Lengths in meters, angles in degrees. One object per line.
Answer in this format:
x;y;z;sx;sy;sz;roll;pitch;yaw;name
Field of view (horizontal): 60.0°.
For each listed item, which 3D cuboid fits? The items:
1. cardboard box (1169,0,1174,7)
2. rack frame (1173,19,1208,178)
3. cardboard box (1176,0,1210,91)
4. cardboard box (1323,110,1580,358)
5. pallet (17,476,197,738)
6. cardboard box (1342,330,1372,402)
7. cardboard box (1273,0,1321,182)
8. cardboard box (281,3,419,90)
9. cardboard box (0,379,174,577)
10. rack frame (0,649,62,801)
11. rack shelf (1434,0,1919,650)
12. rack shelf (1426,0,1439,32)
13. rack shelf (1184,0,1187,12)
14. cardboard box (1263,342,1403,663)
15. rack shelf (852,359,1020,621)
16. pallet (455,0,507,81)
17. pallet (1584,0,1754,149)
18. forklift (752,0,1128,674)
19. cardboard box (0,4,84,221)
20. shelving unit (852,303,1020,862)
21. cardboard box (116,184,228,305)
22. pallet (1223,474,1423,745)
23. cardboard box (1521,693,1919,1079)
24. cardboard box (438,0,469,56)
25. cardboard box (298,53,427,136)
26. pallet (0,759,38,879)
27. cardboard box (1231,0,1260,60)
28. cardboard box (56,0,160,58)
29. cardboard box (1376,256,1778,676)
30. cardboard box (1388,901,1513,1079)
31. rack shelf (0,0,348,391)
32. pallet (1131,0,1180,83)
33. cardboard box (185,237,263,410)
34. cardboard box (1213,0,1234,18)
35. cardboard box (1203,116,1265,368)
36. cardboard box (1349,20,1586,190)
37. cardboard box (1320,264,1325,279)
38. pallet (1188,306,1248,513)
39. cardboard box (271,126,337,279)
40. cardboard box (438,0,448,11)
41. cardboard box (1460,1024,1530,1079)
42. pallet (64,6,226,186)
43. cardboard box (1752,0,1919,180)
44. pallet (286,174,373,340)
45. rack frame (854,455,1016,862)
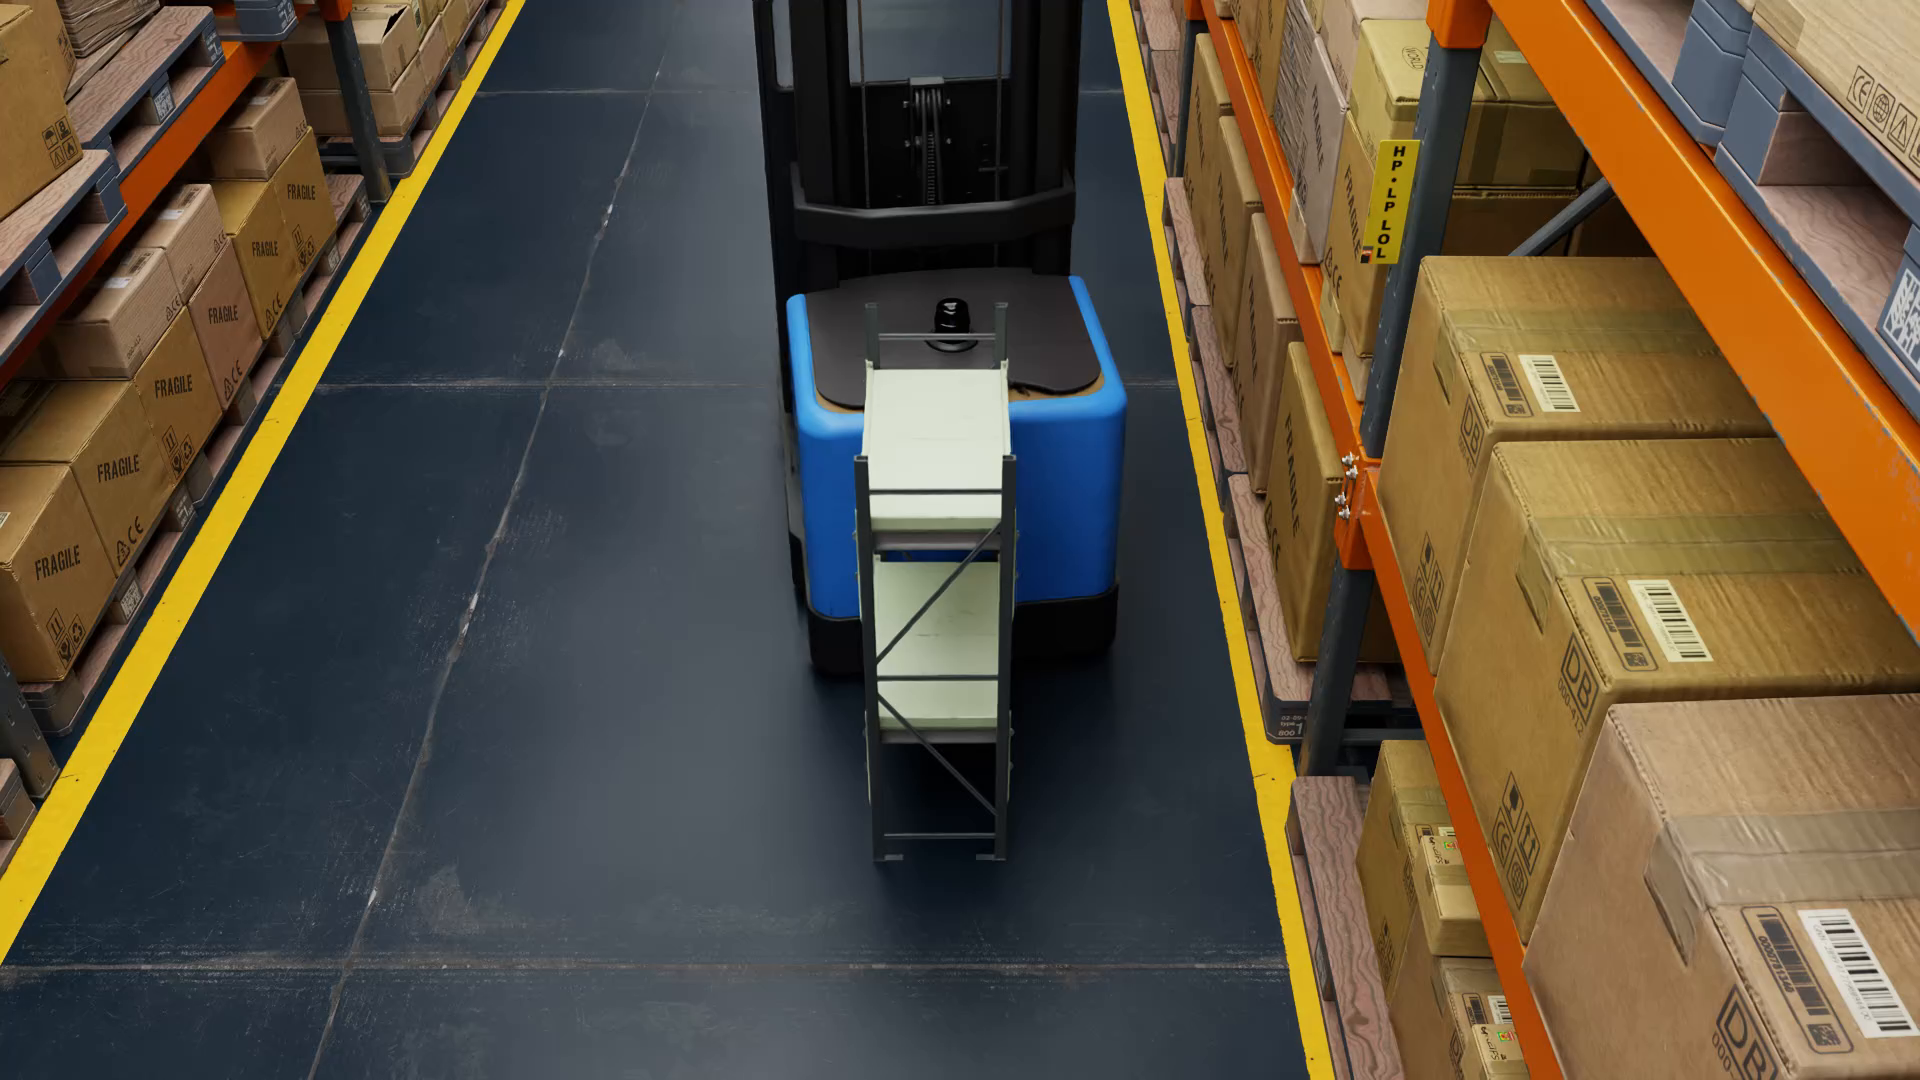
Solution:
1.597;-3.492;9.855;0.700;0.500;0.500;0;39;0;cardboard box
1.574;-2.896;7.466;1.000;3.000;0.127;0;39;0;rack frame
1.521;-2.543;8.672;0.700;0.500;0.500;0;39;1;cardboard box
1.326;-0.846;4.574;0.500;0.500;0.500;-1;39;-1;cardboard box
-3.414;0.190;5.844;1.003;0.211;1.213;0;39;0;pallet
1.295;-0.516;4.680;0.380;0.149;0.250;0;39;0;cardboard box
1.323;-1.480;5.364;0.500;0.500;0.500;0;39;0;cardboard box
-3.087;-2.528;8.420;0.500;0.311;0.500;1;39;1;cardboard box
-3.144;-0.222;5.775;0.500;0.500;0.500;0;39;1;cardboard box
-3.375;-0.389;4.337;1.000;3.000;0.127;0;39;0;rack frame
1.580;-0.034;2.071;1.077;0.370;4.000;0;39;0;rack shelf
1.576;-2.536;5.192;1.077;0.370;4.000;0;39;0;rack shelf
1.571;-3.866;9.251;1.077;0.370;4.000;0;39;0;rack shelf
1.447;-0.126;5.392;0.750;0.750;0.750;0;39;0;cardboard box
-0.064;-0.151;4.615;0.431;0.370;0.720;0;39;0;rack shelf
-3.341;-3.078;9.922;1.003;0.211;1.213;0;39;0;pallet
1.569;-1.019;2.796;1.003;0.211;1.213;0;39;0;pallet
-0.172;-1.612;5.918;1.130;2.935;3.031;-5;39;-6;forklift
-3.217;-1.318;5.081;0.700;0.500;0.500;6;39;7;cardboard box
-0.064;0.153;4.859;0.431;1.500;0.755;0;39;0;shelving unit
-3.135;-1.120;6.296;0.500;0.250;0.500;-1;39;-1;cardboard box
1.502;0.211;5.818;1.003;0.211;1.213;0;39;0;pallet
1.569;0.739;2.690;0.980;0.700;0.700;-2;39;-2;cardboard box
-3.095;-2.949;9.394;0.500;0.250;0.500;-1;39;-1;cardboard box
-3.087;-2.309;8.596;0.500;0.250;0.500;0;39;0;cardboard box
-3.376;1.129;4.673;1.003;0.211;1.213;0;39;0;pallet
1.309;-2.118;6.160;0.500;0.500;0.500;0;39;0;cardboard box
-3.457;-2.128;6.091;0.700;0.500;0.500;7;39;8;cardboard box
1.563;-0.173;3.827;0.980;0.700;0.700;1;39;1;cardboard box
1.474;1.198;4.019;0.700;0.500;0.500;0;39;-1;cardboard box
-3.378;-1.359;6.123;1.077;0.370;4.000;0;39;0;rack shelf
1.576;-3.058;9.897;1.003;0.211;1.213;0;39;0;pallet
-3.137;-0.850;6.559;0.500;0.500;0.500;-1;39;-2;cardboard box
1.250;-2.276;6.877;0.380;0.149;0.250;1;39;1;cardboard box
1.438;-1.214;6.749;0.750;0.750;0.750;0;39;0;cardboard box
1.322;-1.142;4.343;0.500;0.250;0.500;1;39;1;cardboard box
1.316;-0.836;5.079;0.380;0.149;0.250;1;39;1;cardboard box
1.498;-0.554;6.773;1.003;0.211;1.213;0;39;0;pallet
-3.144;-1.502;7.373;0.500;0.500;0.500;1;39;2;cardboard box
-3.094;-3.175;9.228;0.500;0.311;0.500;-1;39;-1;cardboard box
1.295;1.172;3.533;0.380;0.149;0.250;-1;39;-1;cardboard box
-3.373;-1.600;6.001;1.003;0.211;1.213;0;39;0;pallet
1.310;-0.638;1.953;0.500;0.250;0.500;-1;39;-1;cardboard box
-3.417;-1.335;7.748;1.003;0.211;1.213;0;39;0;pallet
-0.061;0.382;4.574;0.400;1.500;0.023;0;39;0;rack frame
